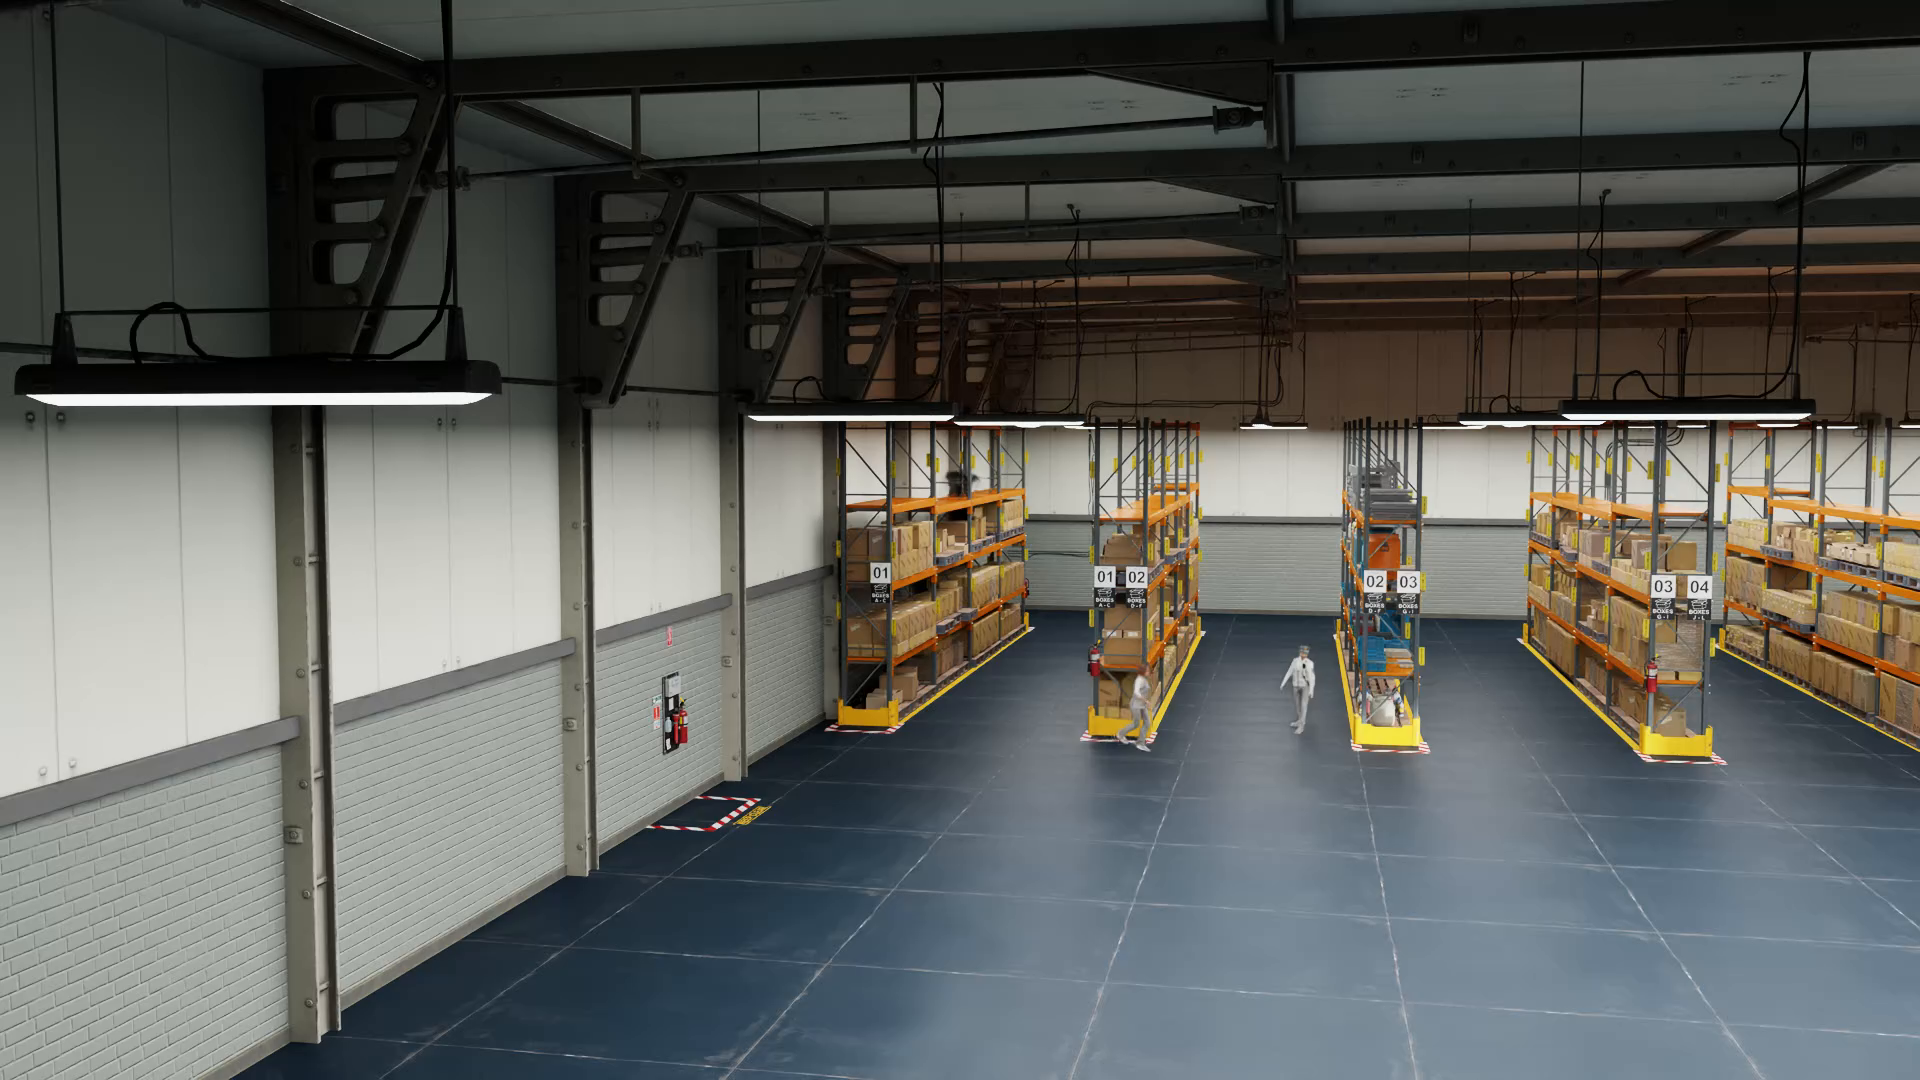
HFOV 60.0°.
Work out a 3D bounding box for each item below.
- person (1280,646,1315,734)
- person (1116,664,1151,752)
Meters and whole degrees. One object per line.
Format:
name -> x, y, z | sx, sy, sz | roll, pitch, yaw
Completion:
person -> 6.484, 2.831, 31.893 | 0.756, 1.651, 0.687 | -4, 5, -44
person -> 3.130, 3.055, 29.912 | 0.686, 1.475, 0.521 | 2, 4, 32
